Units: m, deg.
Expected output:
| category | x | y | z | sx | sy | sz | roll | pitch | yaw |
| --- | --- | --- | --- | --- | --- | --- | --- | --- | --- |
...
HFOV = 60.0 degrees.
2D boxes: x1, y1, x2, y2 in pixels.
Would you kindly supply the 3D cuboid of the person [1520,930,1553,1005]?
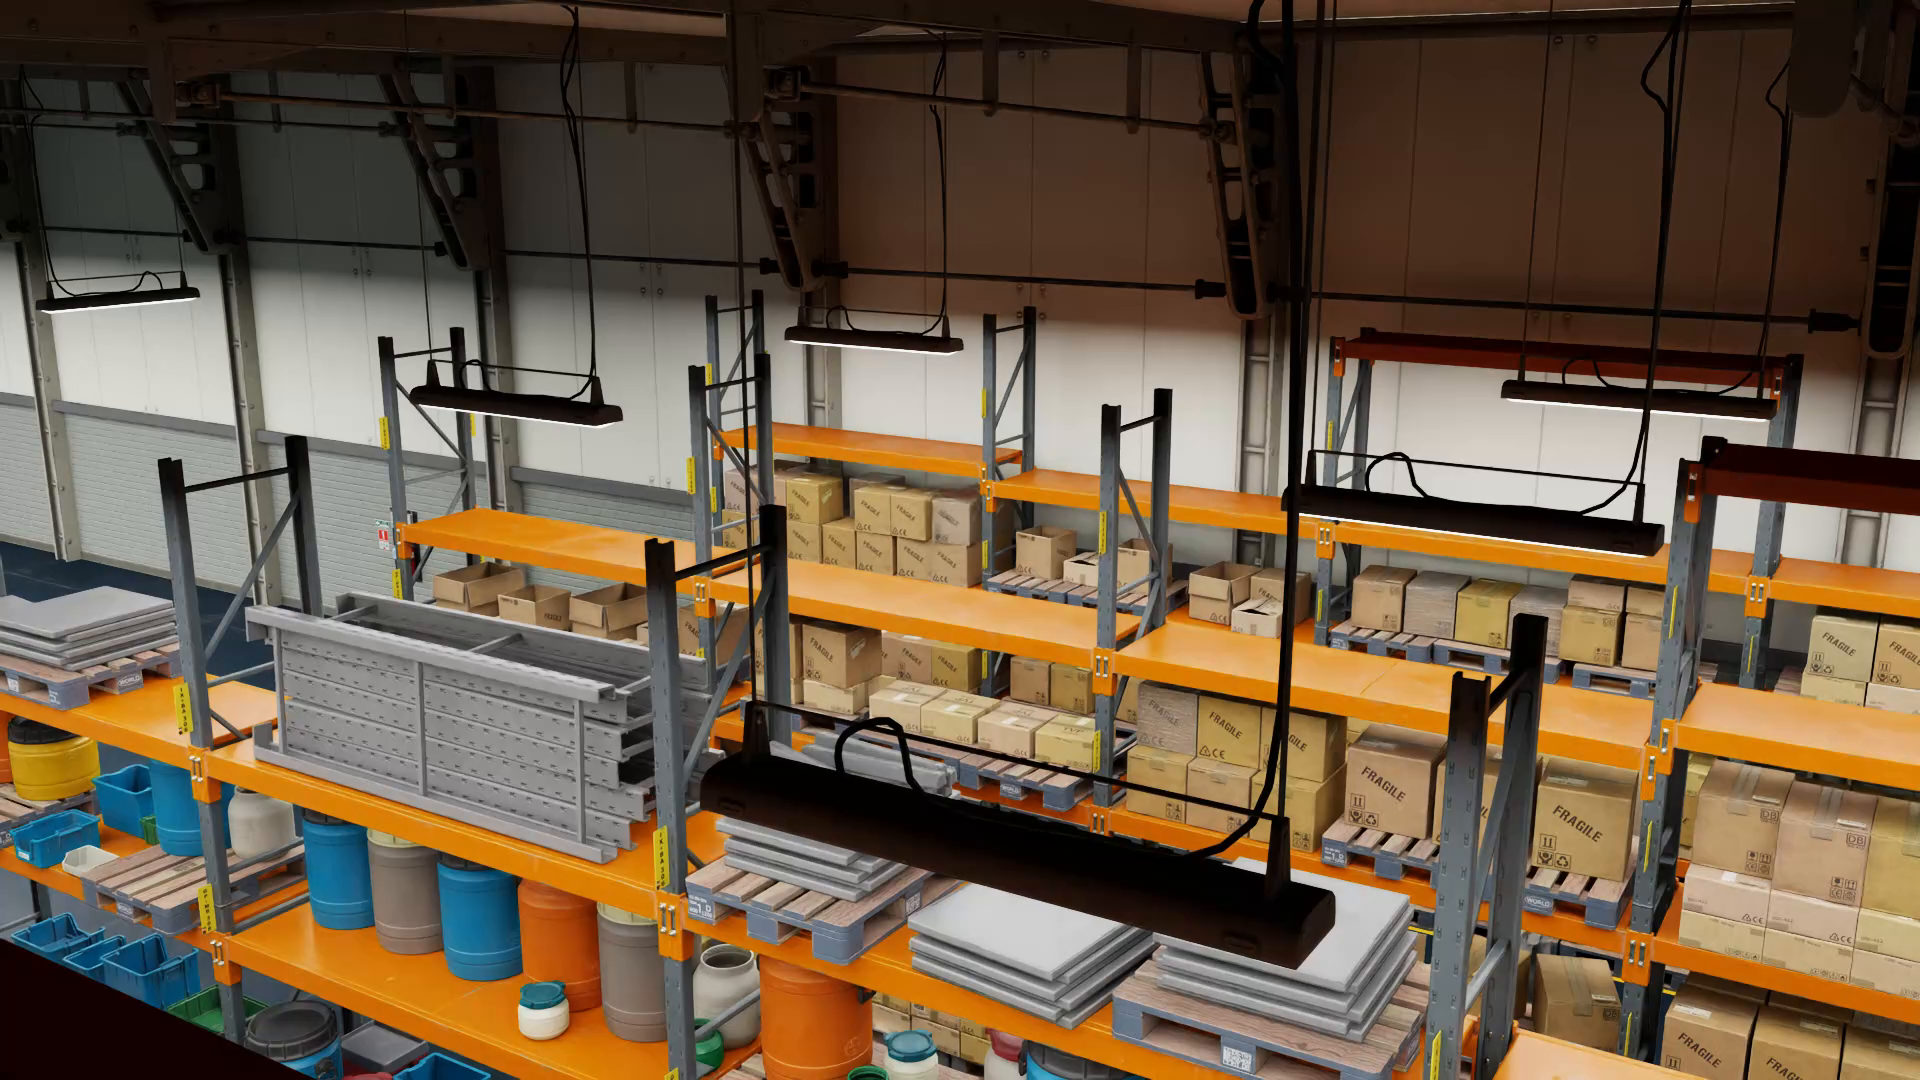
| category | x | y | z | sx | sy | sz | roll | pitch | yaw |
| --- | --- | --- | --- | --- | --- | --- | --- | --- | --- |
| person | 5.167 | 3.613 | 15.149 | 0.519 | 1.665 | 0.468 | -4 | 14 | -16 |
